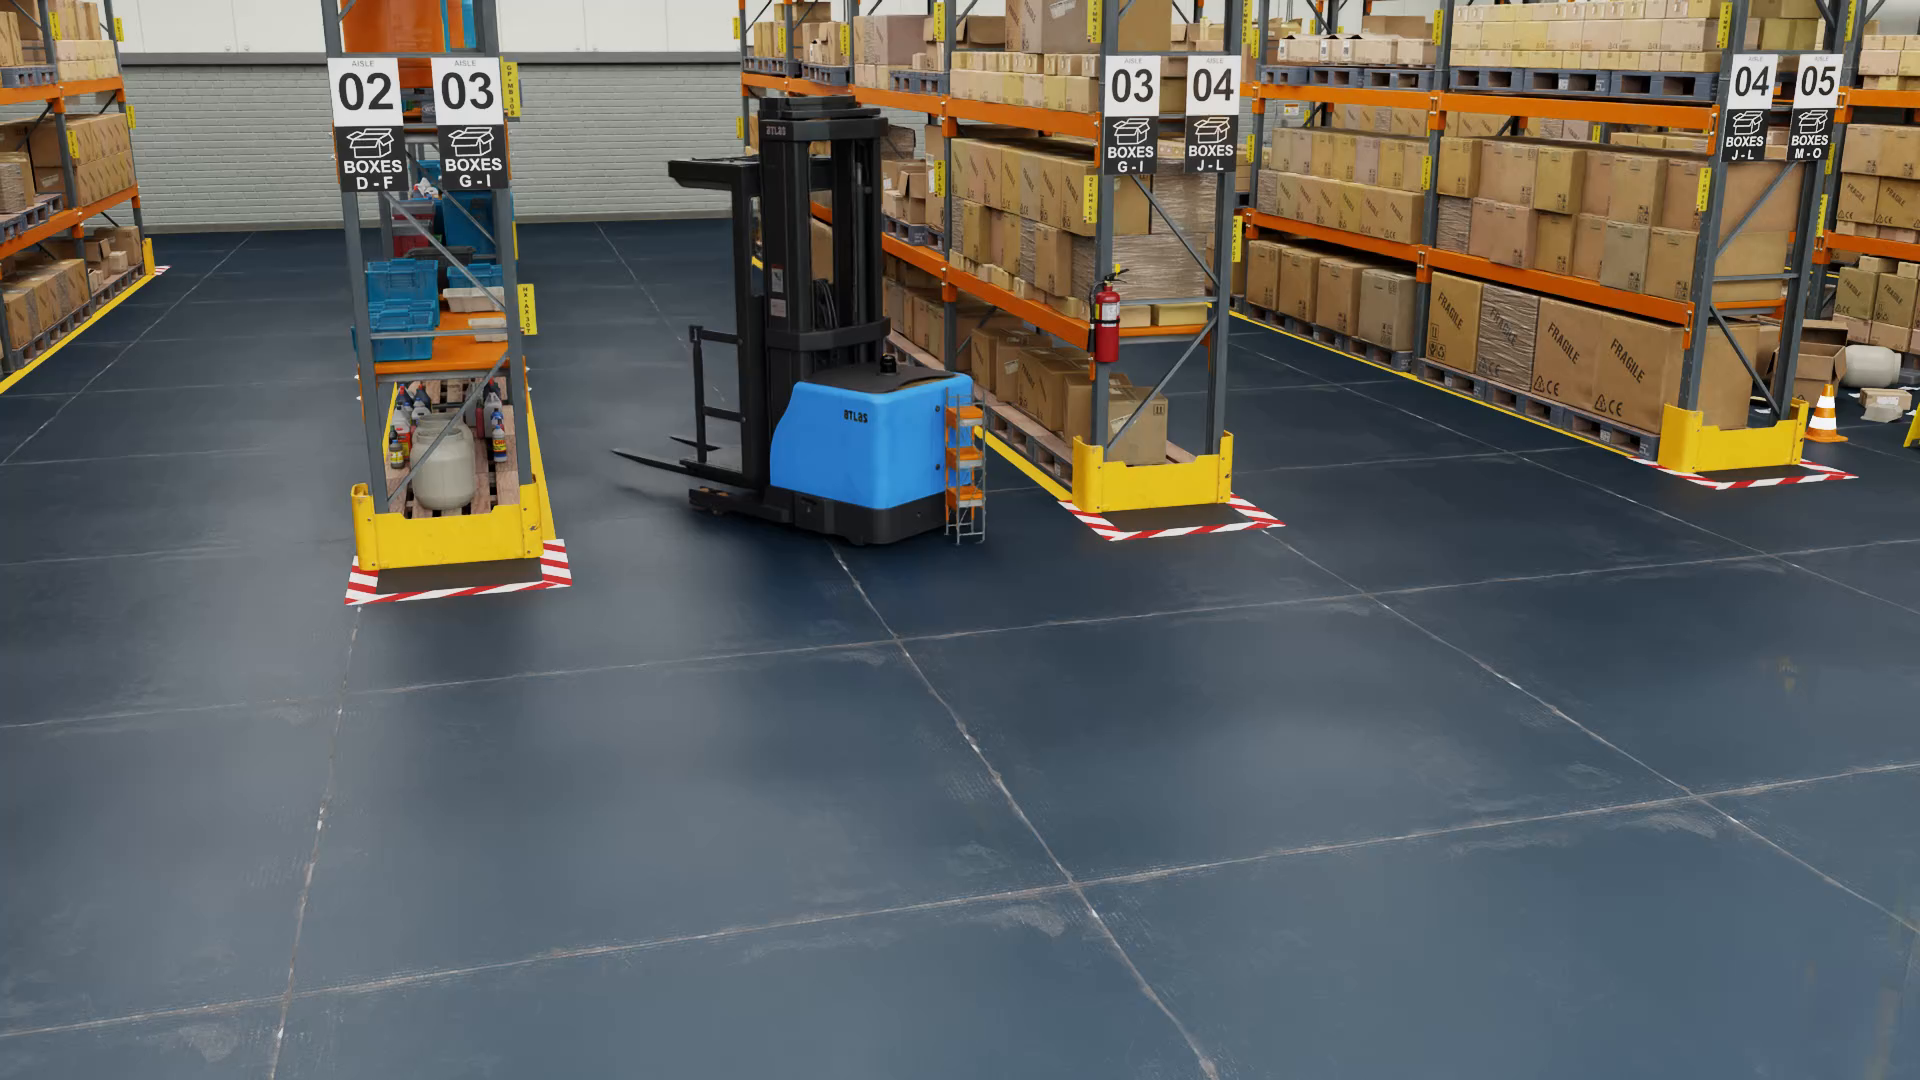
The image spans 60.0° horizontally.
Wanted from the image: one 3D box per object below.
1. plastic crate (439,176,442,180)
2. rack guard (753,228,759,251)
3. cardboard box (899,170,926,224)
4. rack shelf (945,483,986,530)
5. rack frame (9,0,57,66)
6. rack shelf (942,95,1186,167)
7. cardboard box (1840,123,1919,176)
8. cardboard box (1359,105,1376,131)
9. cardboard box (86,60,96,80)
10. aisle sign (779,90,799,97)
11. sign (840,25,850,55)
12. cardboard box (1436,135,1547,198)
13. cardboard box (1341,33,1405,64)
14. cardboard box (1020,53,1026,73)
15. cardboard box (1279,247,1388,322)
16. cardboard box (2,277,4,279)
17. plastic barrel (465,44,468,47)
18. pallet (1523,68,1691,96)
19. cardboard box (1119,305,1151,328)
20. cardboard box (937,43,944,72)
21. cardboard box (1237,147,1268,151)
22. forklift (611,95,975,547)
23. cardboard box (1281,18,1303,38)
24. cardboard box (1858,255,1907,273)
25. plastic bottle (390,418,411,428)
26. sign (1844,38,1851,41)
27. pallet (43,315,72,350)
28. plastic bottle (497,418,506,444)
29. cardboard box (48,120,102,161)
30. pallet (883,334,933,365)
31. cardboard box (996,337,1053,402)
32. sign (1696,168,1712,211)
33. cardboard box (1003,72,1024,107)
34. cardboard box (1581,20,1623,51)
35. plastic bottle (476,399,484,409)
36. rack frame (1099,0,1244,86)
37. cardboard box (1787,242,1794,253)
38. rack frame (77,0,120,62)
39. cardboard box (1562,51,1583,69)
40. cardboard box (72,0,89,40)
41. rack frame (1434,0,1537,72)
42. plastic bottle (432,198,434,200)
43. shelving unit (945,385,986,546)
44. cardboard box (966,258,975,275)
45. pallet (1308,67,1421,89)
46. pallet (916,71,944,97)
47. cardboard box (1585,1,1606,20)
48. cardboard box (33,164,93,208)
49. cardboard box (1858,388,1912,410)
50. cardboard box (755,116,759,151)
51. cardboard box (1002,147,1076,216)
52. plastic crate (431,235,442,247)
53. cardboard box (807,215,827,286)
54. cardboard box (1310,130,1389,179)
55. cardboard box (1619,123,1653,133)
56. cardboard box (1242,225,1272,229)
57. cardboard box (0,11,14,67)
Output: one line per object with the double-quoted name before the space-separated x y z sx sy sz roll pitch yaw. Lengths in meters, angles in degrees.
"plastic crate" -7.380 -4.988 23.199 0.293 0.136 0.466 -5 17 -15
"rack guard" -2.956 -4.936 27.014 1.175 0.500 0.348 -5 17 -15
"cardboard box" -0.217 -3.530 17.079 0.797 0.503 0.637 -3 17 -10
"rack shelf" 0.037 -0.231 11.400 0.215 0.259 0.240 -5 18 -18
"rack frame" -11.376 -7.111 19.482 1.000 3.000 0.127 -5 17 -15
"rack shelf" 0.898 -3.346 13.413 1.077 0.370 4.000 -5 17 -15
"cardboard box" 9.789 -4.121 17.527 0.700 0.500 0.500 -5 17 -16
"cardboard box" 6.872 -6.859 27.160 0.500 0.500 0.500 -5 17 -15
"cardboard box" -11.682 -6.171 21.830 0.500 0.250 0.500 -5 17 -15
"aisle sign" -2.681 -7.415 26.404 0.394 0.787 0.004 -5 17 -15
"sign" -1.287 -5.594 18.610 0.100 0.325 0.005 -5 17 -15
"cardboard box" 5.213 -3.655 16.269 0.875 0.550 0.550 -5 17 -15
"cardboard box" 4.452 -5.281 17.857 0.500 0.311 0.500 -5 18 -17
"cardboard box" 0.690 -3.748 13.070 0.380 0.149 0.250 -6 18 -18
"cardboard box" 4.370 -2.984 19.353 1.050 0.750 0.750 -4 17 -14
"cardboard box" -11.052 -2.673 18.716 0.500 0.500 0.500 -5 18 -17
"plastic barrel" -5.584 -5.396 18.529 0.294 0.245 0.294 0 17 0
"pallet" 5.691 -4.001 14.498 1.003 0.211 1.213 -5 17 -15
"cardboard box" 1.170 -1.643 12.143 0.380 0.149 0.250 -5 17 -15
"cardboard box" -0.007 -4.632 15.949 0.396 0.266 0.258 -4 17 -13
"cardboard box" 3.817 -5.077 21.811 0.380 0.149 0.250 -4 17 -13
"forklift" -1.353 -1.687 11.973 3.031 2.935 1.130 13 21 38
"cardboard box" 4.058 -6.405 20.842 0.396 0.266 0.258 -5 17 -15
"cardboard box" 9.756 -2.921 17.579 0.380 0.149 0.250 -4 17 -14
"plastic bottle" -4.322 -0.799 12.867 0.152 0.276 0.135 -5 17 -17
"sign" 9.344 -5.418 17.479 0.100 0.325 0.005 -5 17 -15
"pallet" -10.778 -2.342 18.882 1.003 0.211 1.213 -5 17 -15
"plastic bottle" -3.558 -0.809 12.888 0.061 0.283 0.133 -4 17 -14
"cardboard box" -11.518 -5.202 21.643 0.500 0.500 0.500 -5 17 -17
"pallet" -0.206 -2.025 17.825 1.003 0.211 1.213 -5 17 -15
"cardboard box" 0.584 -1.539 14.977 0.500 0.500 0.500 1 17 2
"sign" 5.719 -2.694 12.781 0.100 0.325 0.005 -5 17 -15
"cardboard box" 0.655 -3.597 13.261 0.500 0.250 0.500 -5 17 -16
"cardboard box" 5.567 -4.211 13.884 0.500 0.250 0.500 -5 17 -16
"plastic bottle" -3.910 -1.012 13.564 0.061 0.283 0.133 -5 17 -15
"rack frame" 1.447 -4.574 11.036 1.000 3.000 0.127 -5 17 -15
"cardboard box" 12.791 -4.620 25.234 0.500 0.500 0.500 -5 18 -17
"rack frame" -12.476 -8.217 23.165 1.000 3.000 0.127 -5 17 -15
"cardboard box" 5.408 -4.117 14.263 0.380 0.149 0.250 -4 17 -15
"cardboard box" -12.022 -6.892 22.055 0.700 0.500 0.500 -5 17 -15
"rack frame" 5.145 -6.044 15.932 1.000 3.000 0.127 -5 17 -15
"plastic bottle" -6.419 -4.070 20.131 0.097 0.201 0.097 0 17 0
"shelving unit" 0.037 -0.508 11.317 0.215 1.050 0.252 -5 18 -18
"cardboard box" 0.269 -2.466 14.885 0.380 0.149 0.250 -5 17 -15
"pallet" 4.584 -5.141 18.466 1.003 0.211 1.213 -4 17 -13
"pallet" 0.281 -4.333 15.774 1.213 0.211 1.003 -5 17 -15
"cardboard box" 5.476 -4.430 13.918 0.380 0.149 0.250 -5 17 -16
"cardboard box" -11.255 -4.448 20.872 0.500 0.500 0.500 -4 17 -14
"cardboard box" 8.673 -1.321 15.592 0.380 0.149 0.250 4 17 13
"cardboard box" -2.792 -6.121 25.054 0.500 0.500 0.500 -5 17 -17
"cardboard box" 0.651 -2.918 13.522 0.500 0.500 0.500 -5 17 -15
"plastic crate" -5.164 -2.773 15.839 0.450 0.188 0.662 -5 17 -15
"cardboard box" -1.409 -3.781 21.788 1.225 0.875 0.875 -5 18 -17
"cardboard box" 4.443 -4.398 18.967 0.700 0.500 0.500 -5 17 -16
"cardboard box" 8.877 -5.379 22.234 0.500 0.500 0.500 -5 18 -17
"cardboard box" 3.949 -3.991 21.835 0.500 0.250 0.500 -5 17 -16
"cardboard box" -11.103 -5.643 18.732 0.600 0.600 0.600 -5 17 -16
